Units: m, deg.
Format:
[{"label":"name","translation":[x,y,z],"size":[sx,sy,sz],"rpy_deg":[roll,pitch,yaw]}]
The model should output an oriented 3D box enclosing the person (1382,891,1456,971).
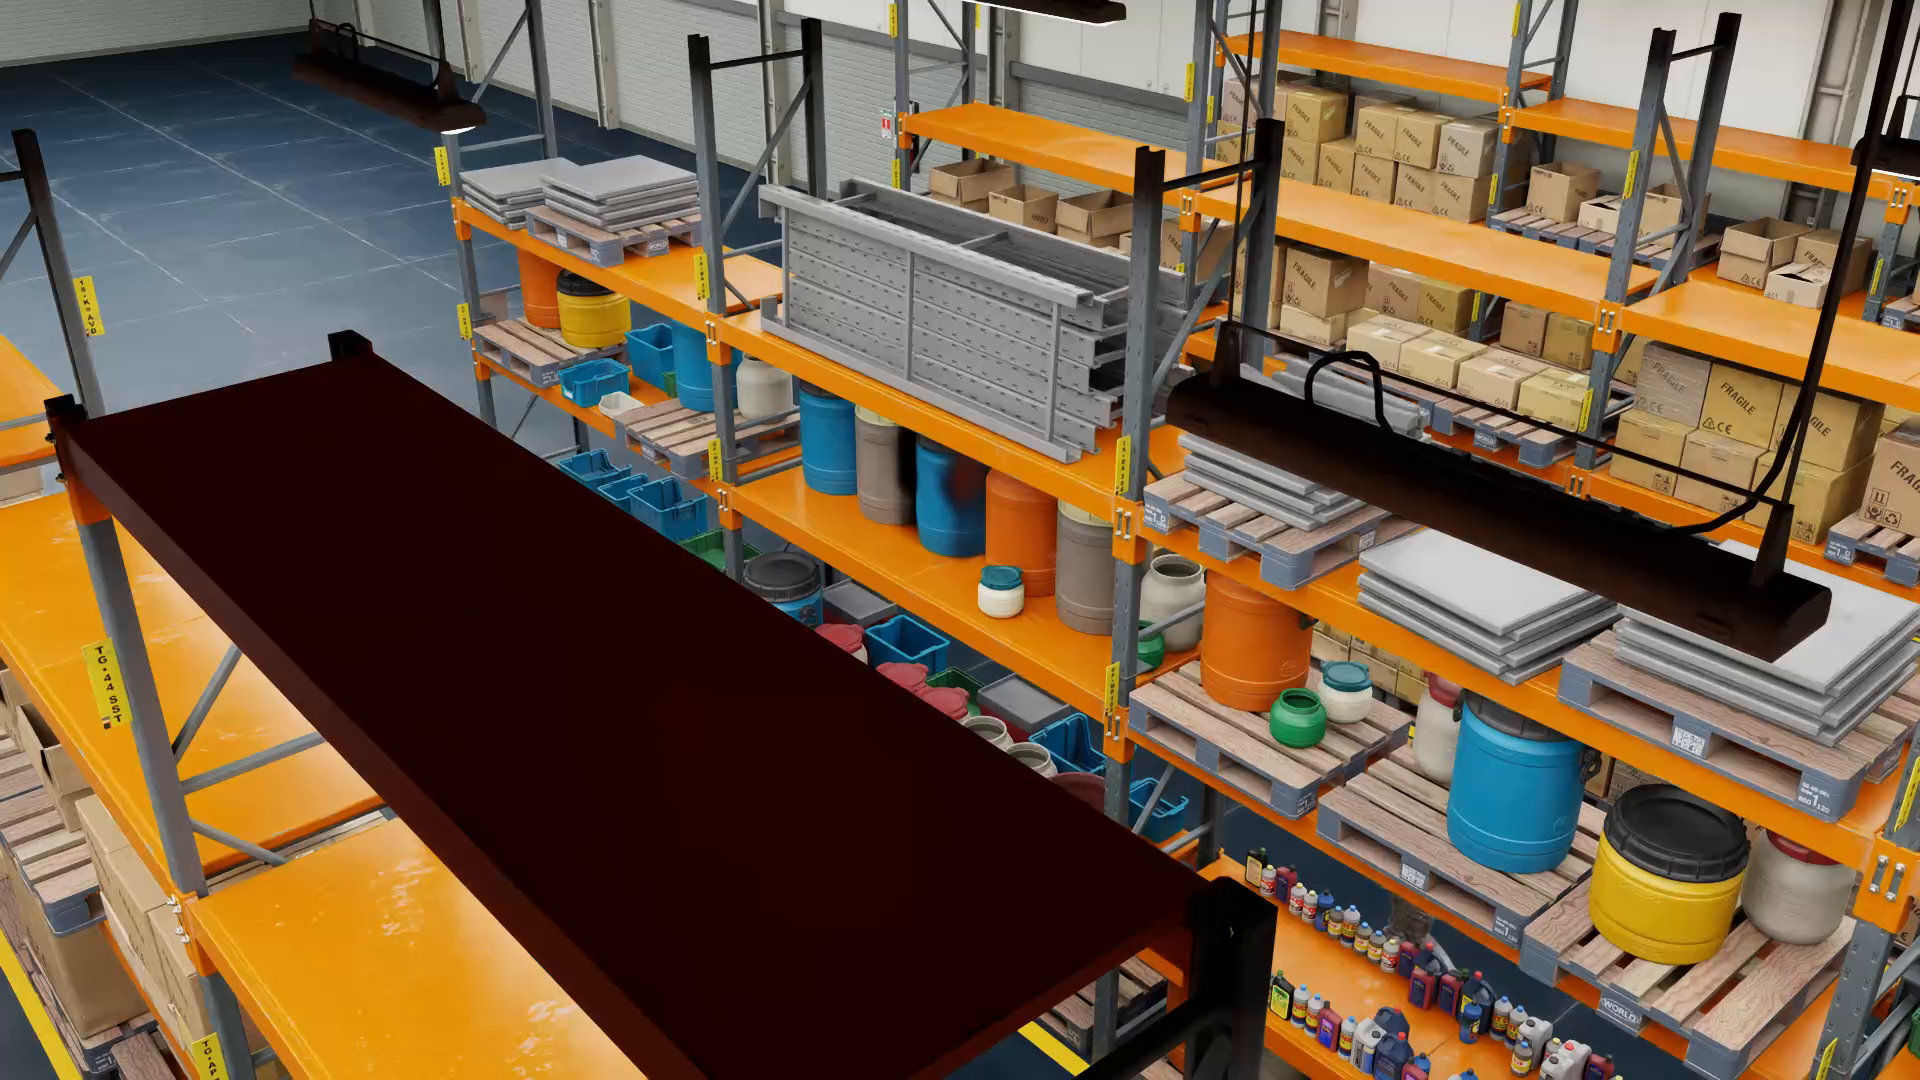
[{"label":"person","translation":[3.076,2.219,10.899],"size":[0.680,1.690,0.878],"rpy_deg":[-20,33,-34]}]
